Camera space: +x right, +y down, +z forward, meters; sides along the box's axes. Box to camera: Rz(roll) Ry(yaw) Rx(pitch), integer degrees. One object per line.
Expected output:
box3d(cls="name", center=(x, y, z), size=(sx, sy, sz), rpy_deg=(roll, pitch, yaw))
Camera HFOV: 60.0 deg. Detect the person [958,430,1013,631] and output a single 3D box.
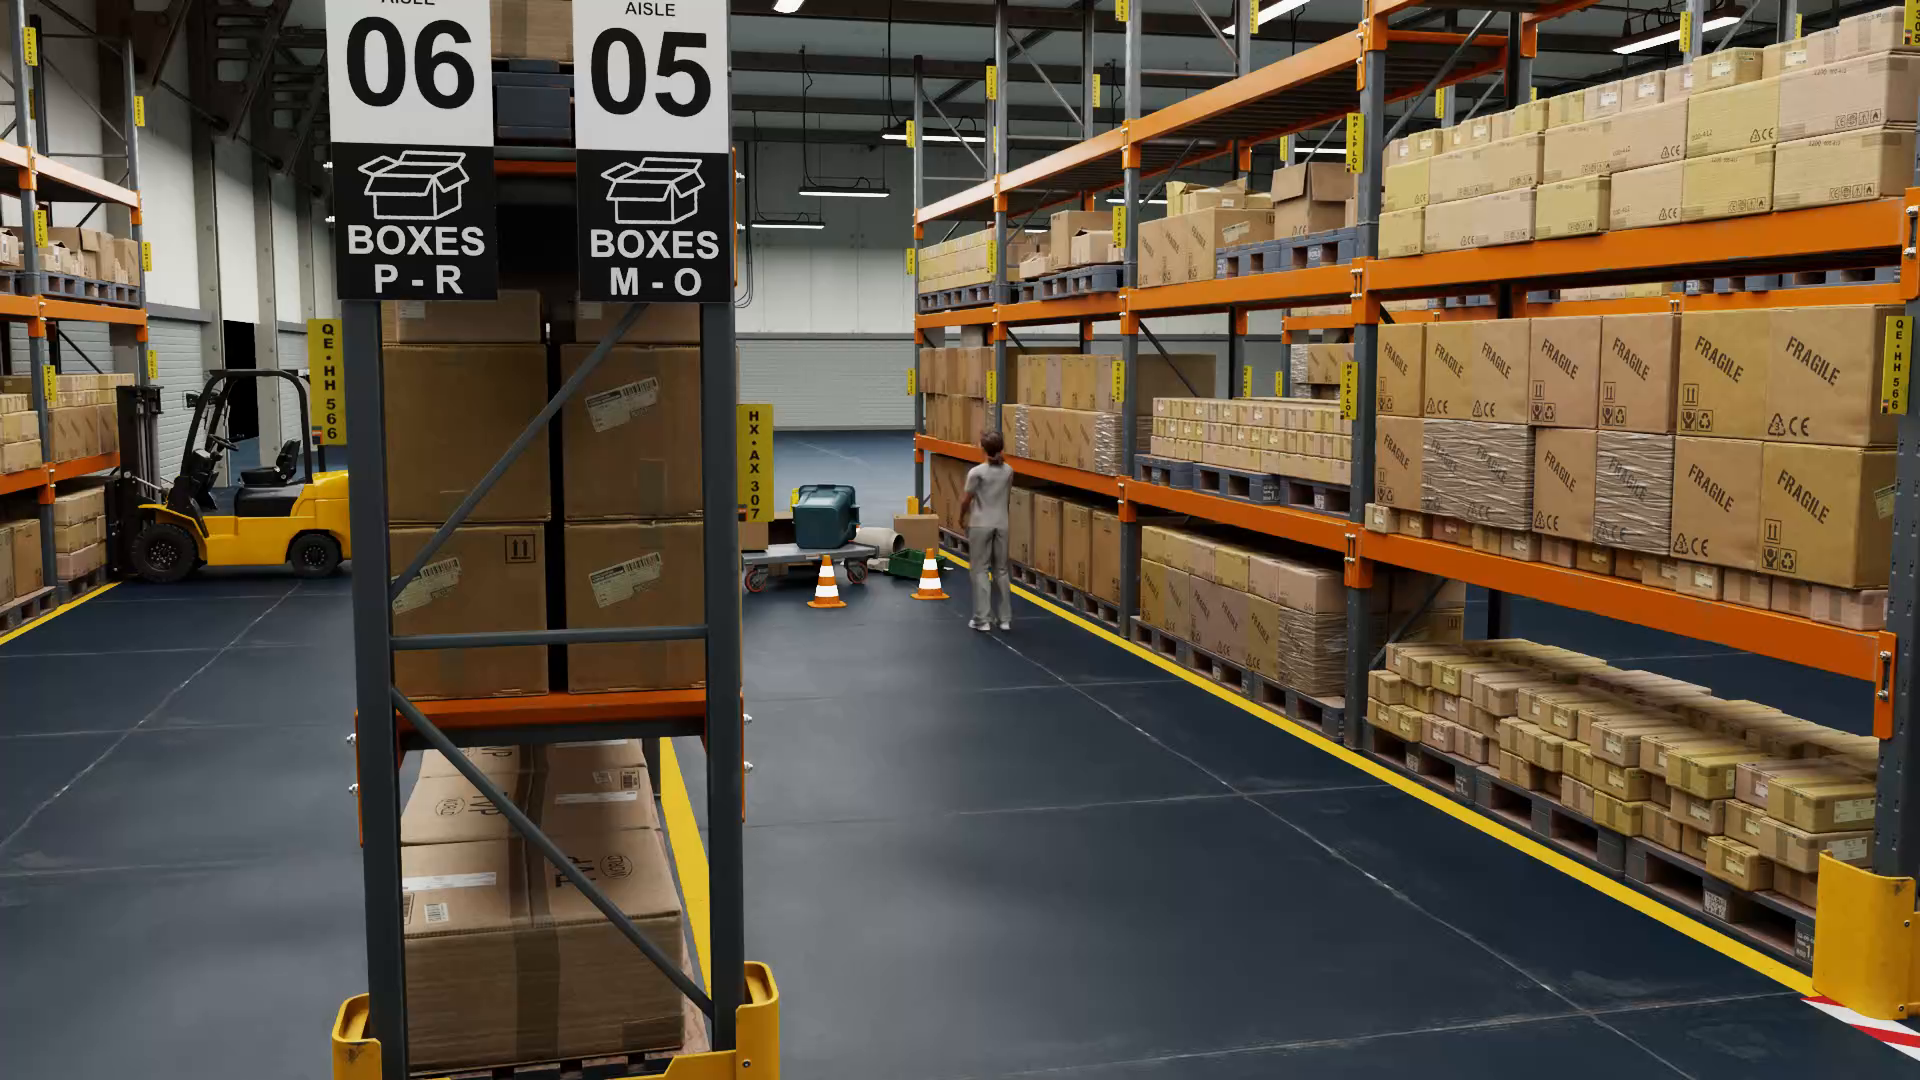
box3d(cls="person", center=(0.218, -0.083, 13.898), size=(0.479, 1.676, 0.534), rpy_deg=(-3, 7, -28))
